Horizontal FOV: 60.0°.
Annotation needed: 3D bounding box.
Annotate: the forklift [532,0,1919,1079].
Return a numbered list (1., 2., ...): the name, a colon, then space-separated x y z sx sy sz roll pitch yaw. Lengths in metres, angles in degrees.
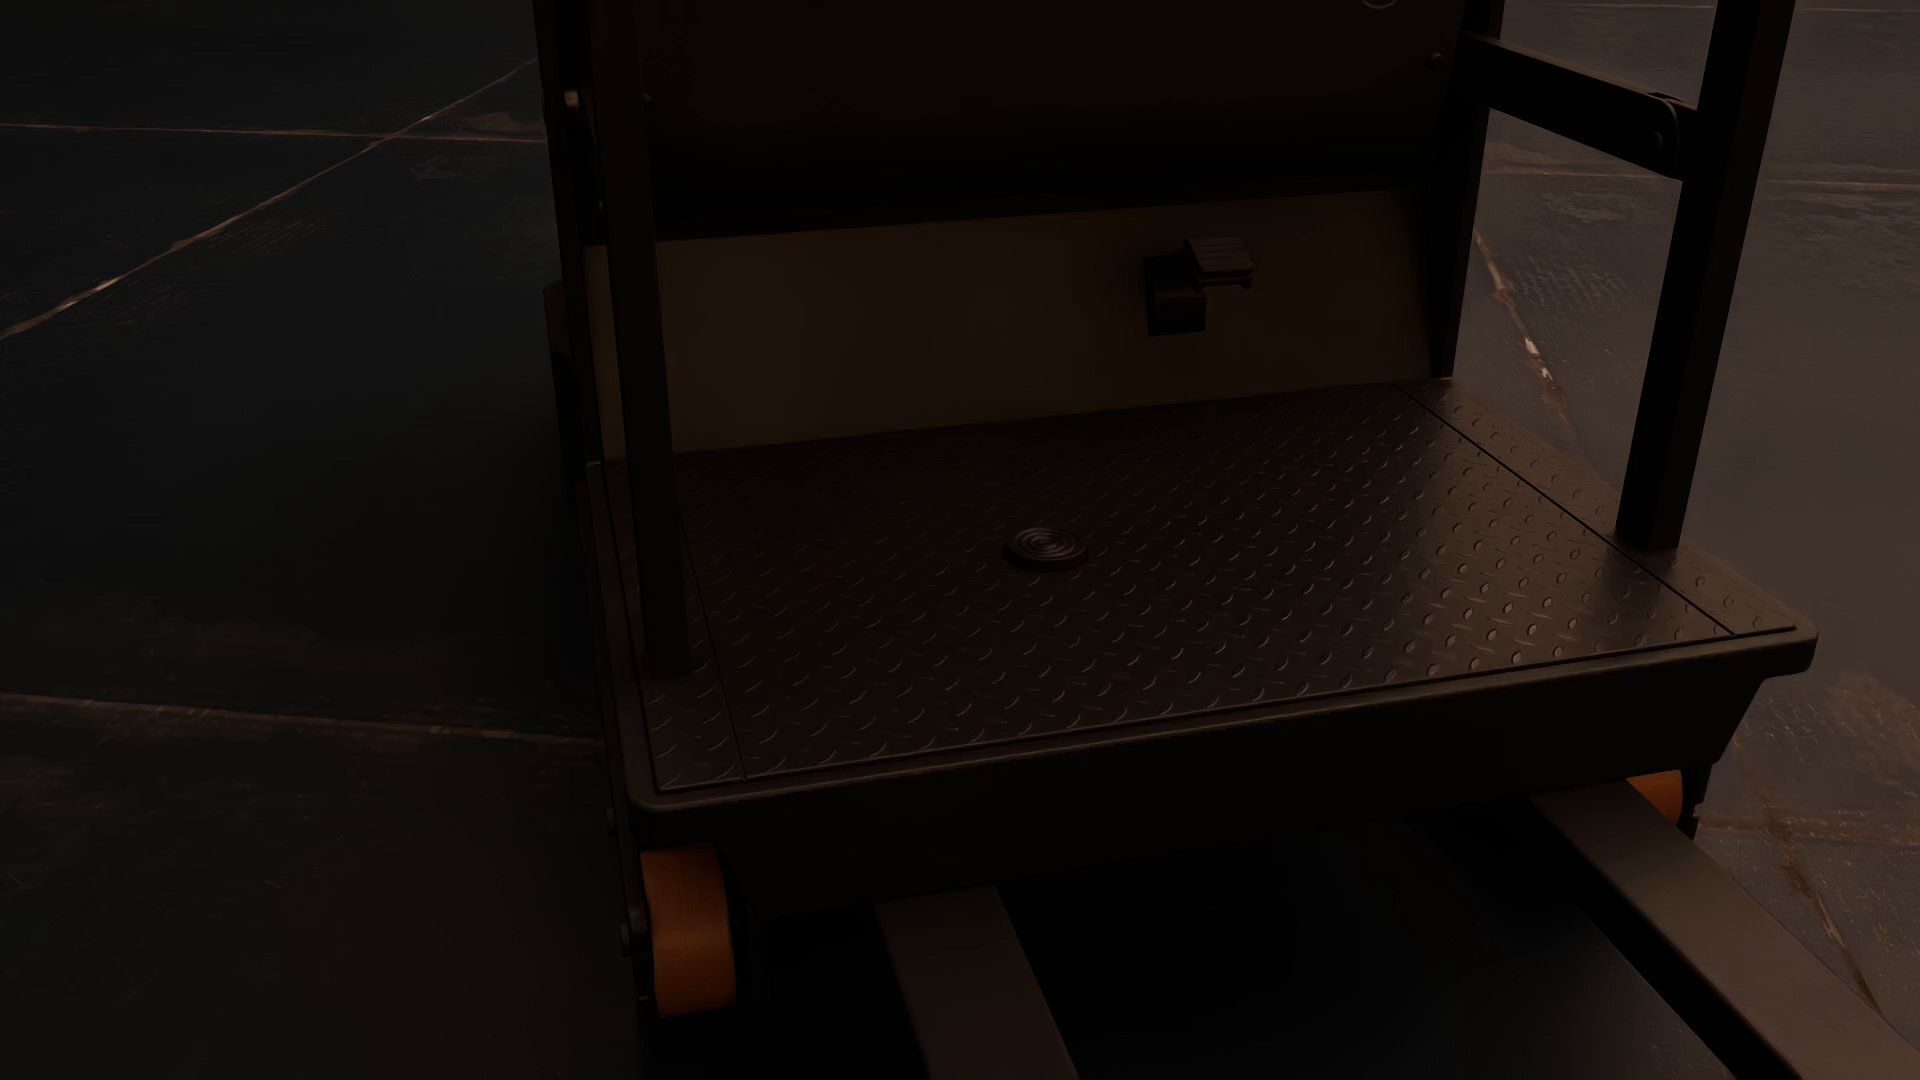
1. forklift: 0.153 -1.049 1.319 1.130 2.935 3.031 -7 27 -13
